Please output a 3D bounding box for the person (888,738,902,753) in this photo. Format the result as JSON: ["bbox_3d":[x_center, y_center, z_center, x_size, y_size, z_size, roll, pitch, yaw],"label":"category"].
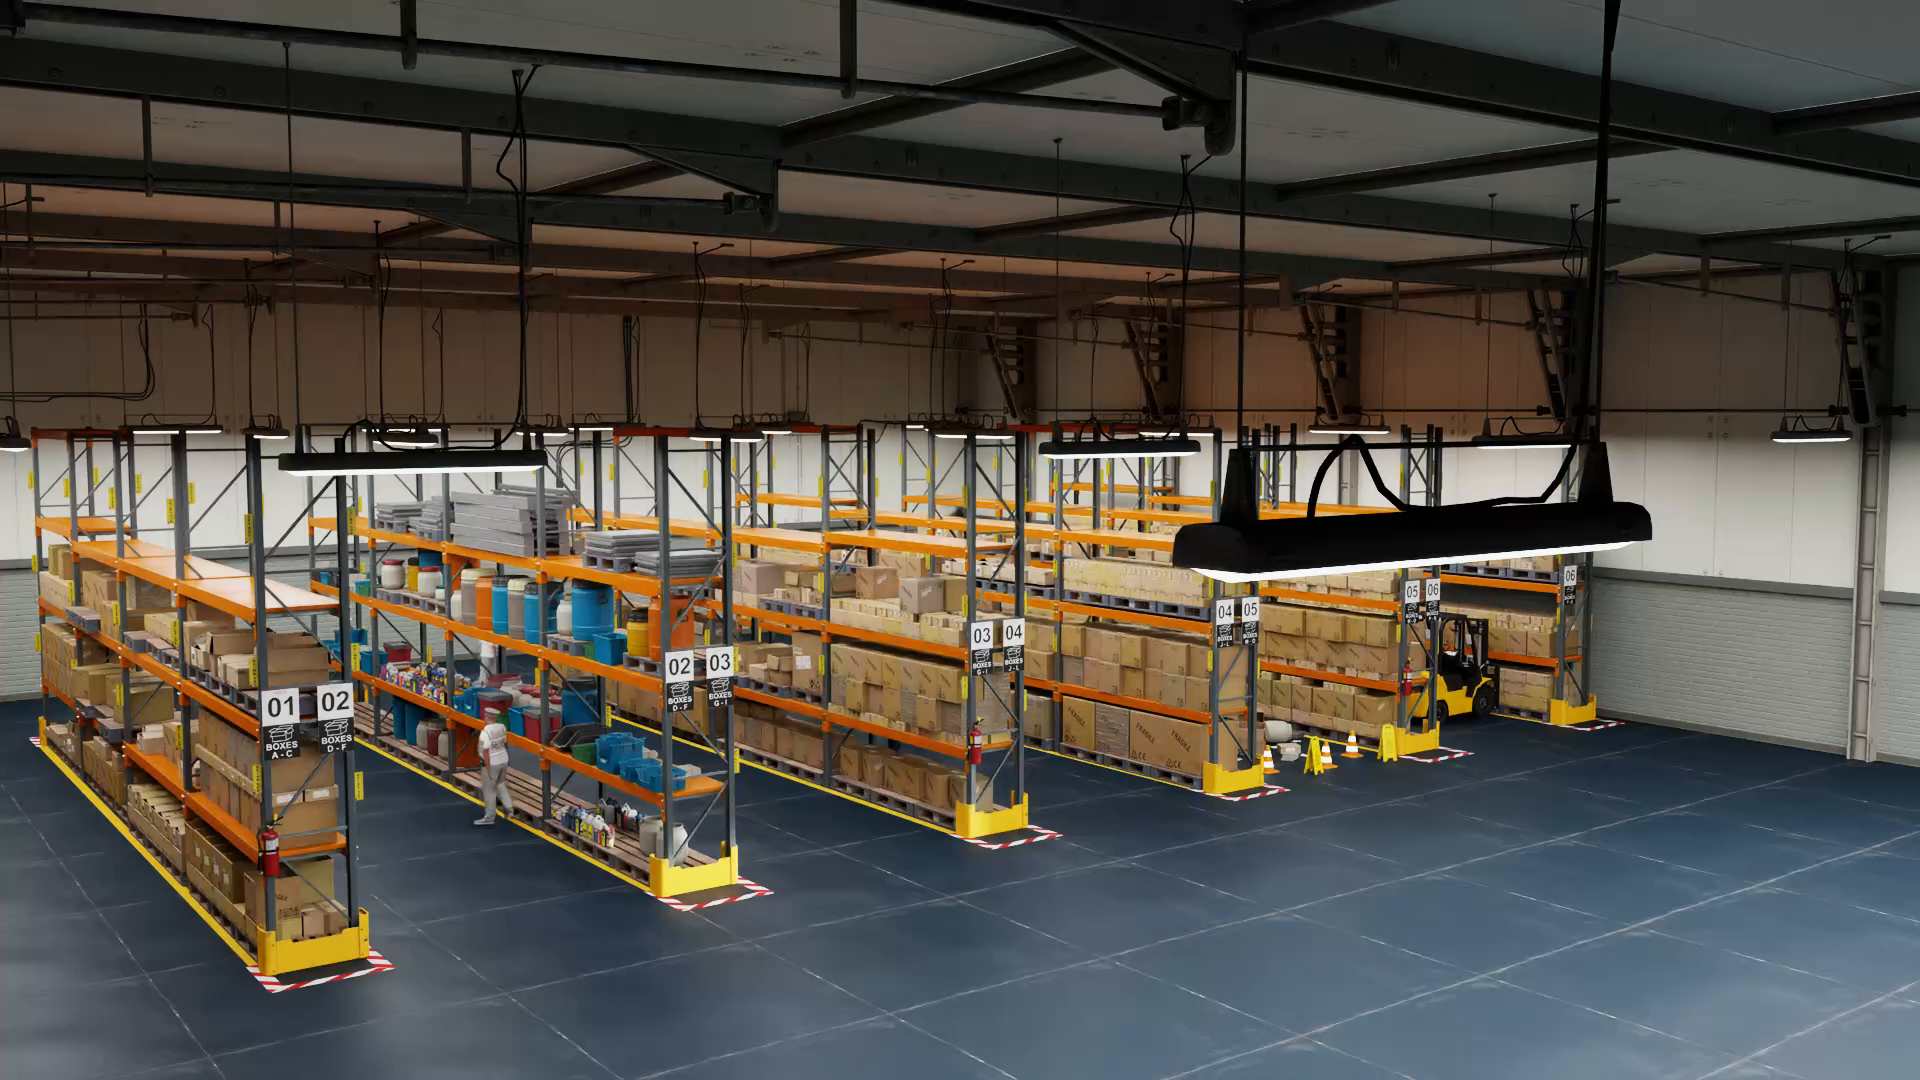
[{"bbox_3d":[-1.166,3.198,29.864,0.358,1.607,0.477,-2,5,-24],"label":"person"}]

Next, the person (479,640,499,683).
[{"bbox_3d":[-10.756,2.456,38.113,0.488,1.790,0.594,1,5,8],"label":"person"}]

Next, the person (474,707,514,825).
[{"bbox_3d":[-7.125,3.453,25.435,0.437,1.776,0.617,2,5,23],"label":"person"}]
